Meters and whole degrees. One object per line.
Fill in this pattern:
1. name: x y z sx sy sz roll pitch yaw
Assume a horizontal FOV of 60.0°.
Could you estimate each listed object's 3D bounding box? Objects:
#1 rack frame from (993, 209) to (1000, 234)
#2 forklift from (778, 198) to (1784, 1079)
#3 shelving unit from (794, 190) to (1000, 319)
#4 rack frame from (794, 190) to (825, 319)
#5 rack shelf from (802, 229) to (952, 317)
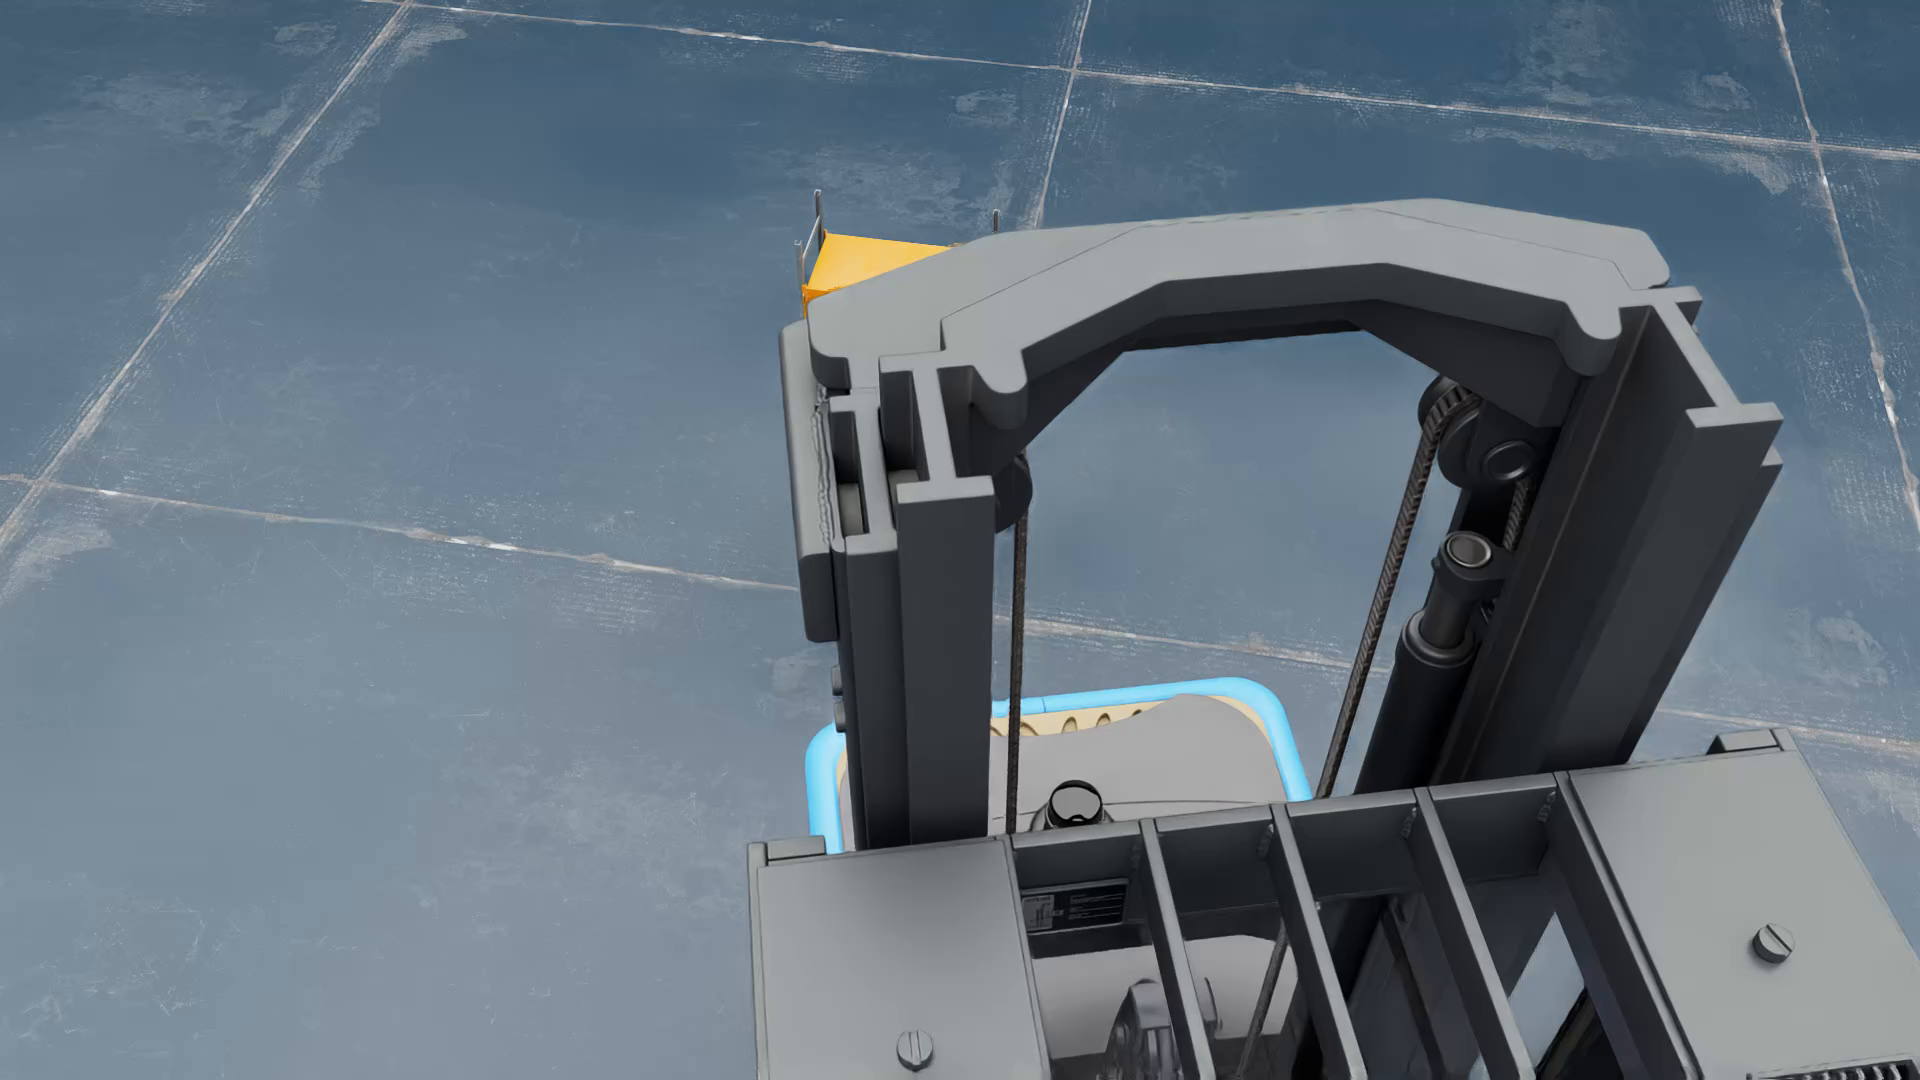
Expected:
1. rack frame: 0.077 -0.391 4.794 0.015 1.200 0.240 8 49 7
2. forklift: 0.295 0.776 2.625 1.129 2.867 1.939 -6 48 -5
3. shelving unit: -0.163 -0.423 4.823 0.503 1.200 0.258 8 49 7
4. rack frame: -0.403 -0.455 4.852 0.015 1.200 0.240 8 49 7
5. rack shelf: -0.163 -0.686 4.531 0.480 0.148 0.258 8 49 7
